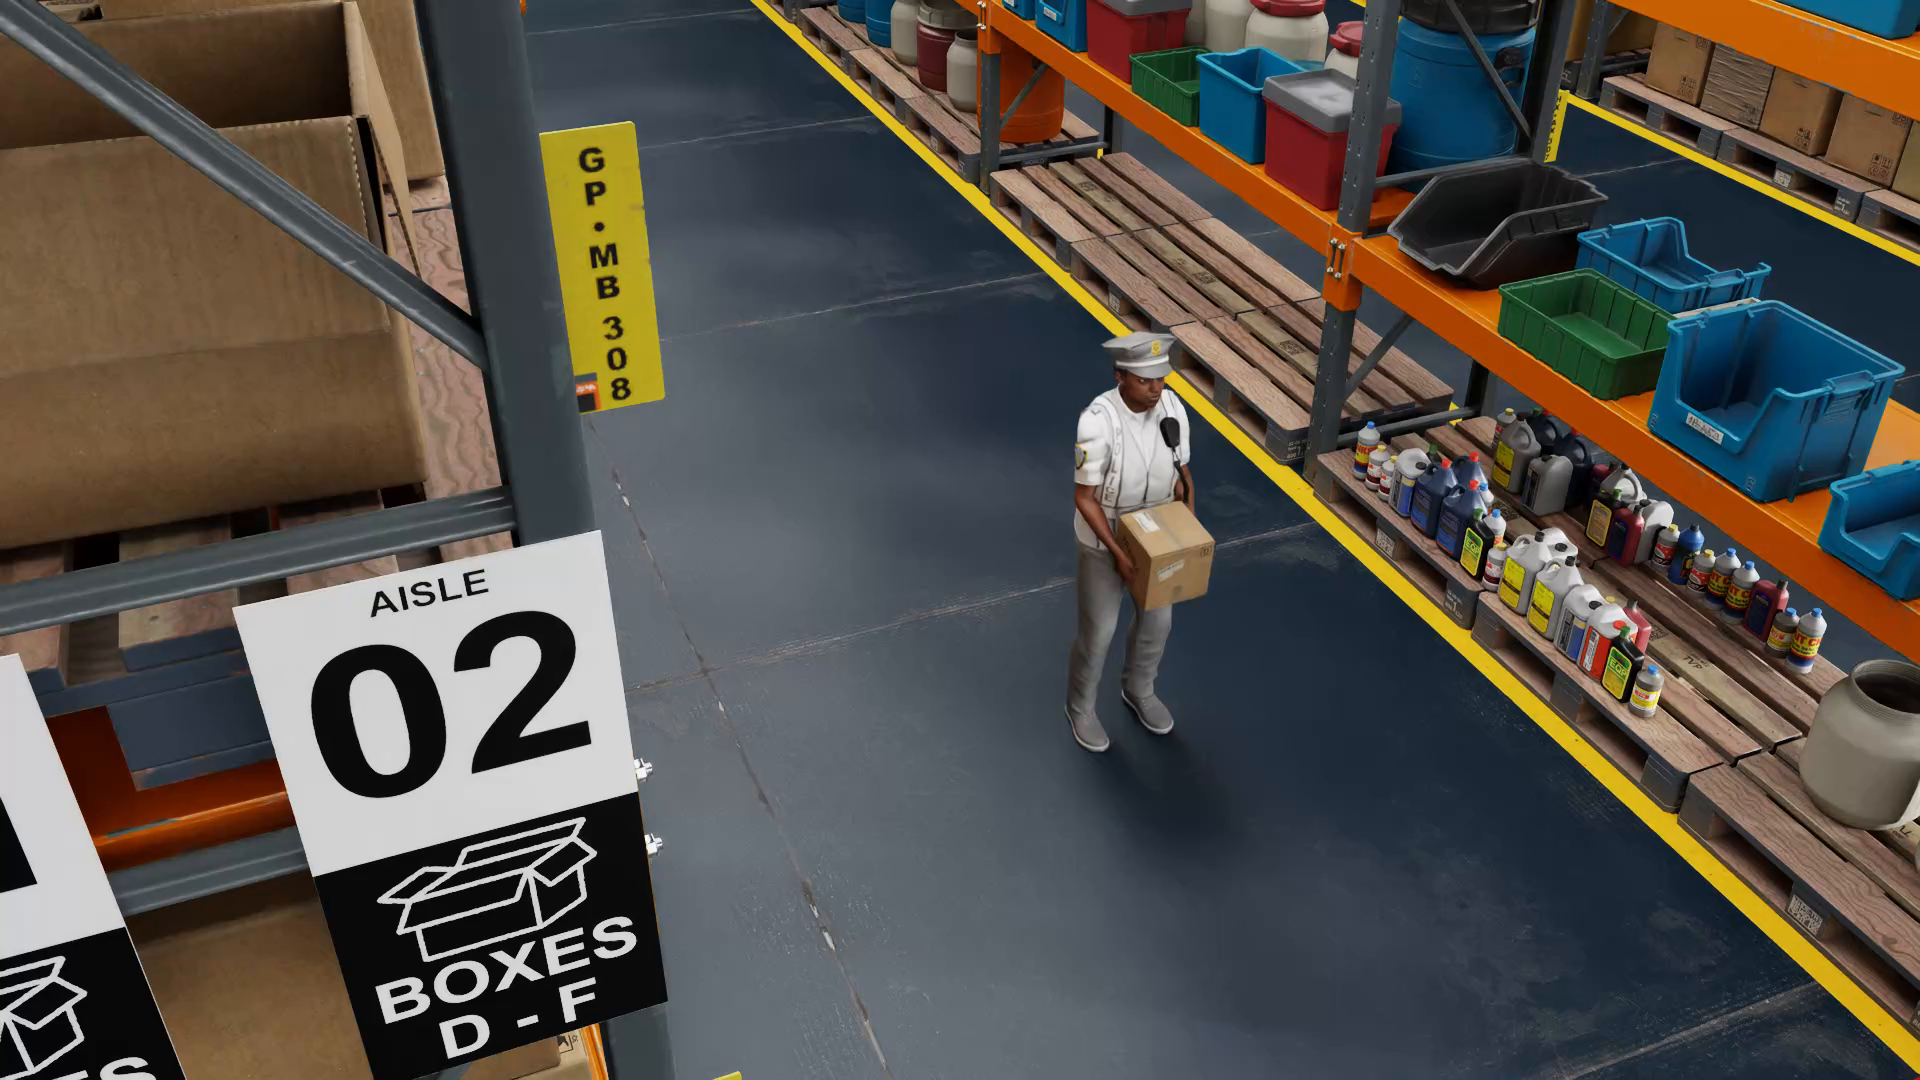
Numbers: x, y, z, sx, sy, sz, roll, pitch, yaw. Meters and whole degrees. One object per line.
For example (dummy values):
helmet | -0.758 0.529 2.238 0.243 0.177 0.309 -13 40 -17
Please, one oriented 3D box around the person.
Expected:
person | 0.632 0.014 6.118 0.525 1.661 0.395 -14 36 -20
